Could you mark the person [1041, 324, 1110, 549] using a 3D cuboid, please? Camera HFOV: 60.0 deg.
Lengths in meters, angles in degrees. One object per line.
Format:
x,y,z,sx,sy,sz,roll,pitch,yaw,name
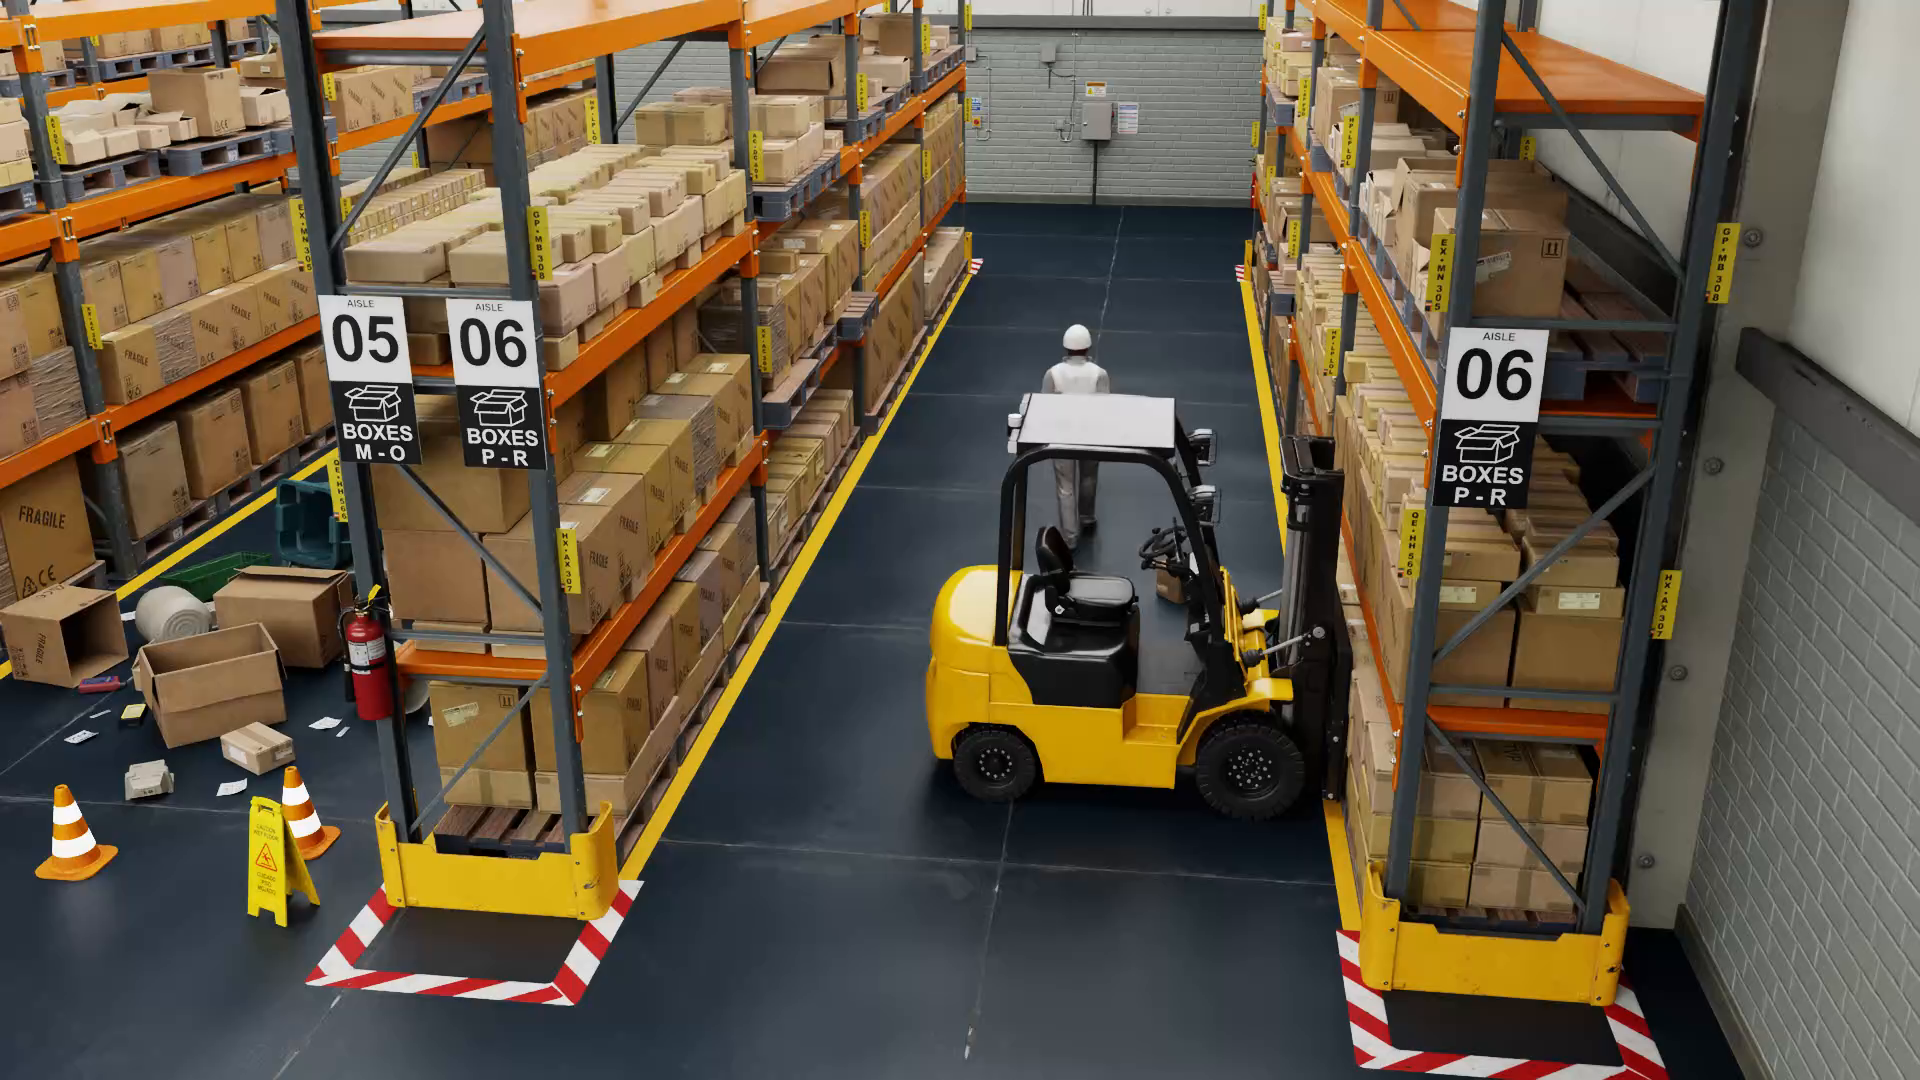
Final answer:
0.909,-0.855,13.272,0.566,1.769,0.871,0,21,1,person
